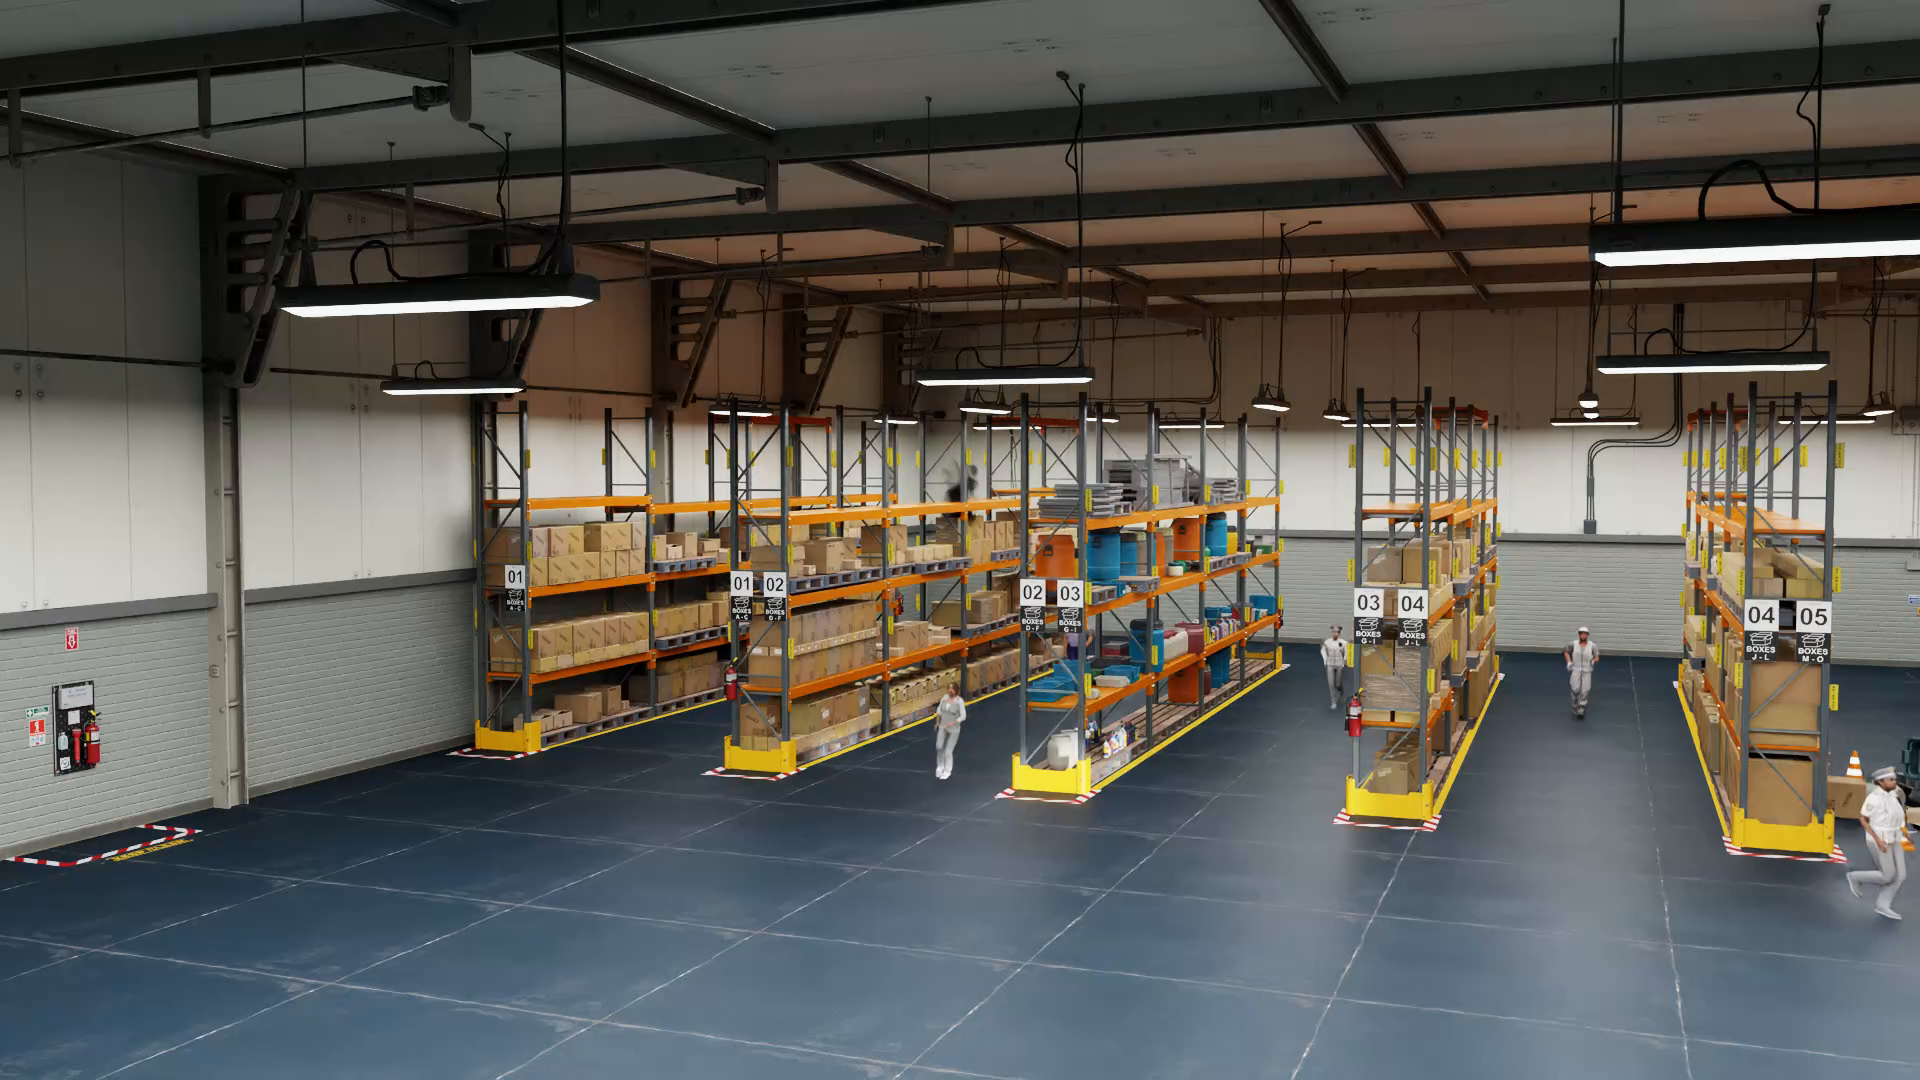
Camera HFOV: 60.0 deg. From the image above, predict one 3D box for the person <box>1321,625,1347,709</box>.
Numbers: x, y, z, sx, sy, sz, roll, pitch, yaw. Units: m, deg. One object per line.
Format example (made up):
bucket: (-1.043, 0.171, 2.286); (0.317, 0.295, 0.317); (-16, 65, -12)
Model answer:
person: (7.589, 2.548, 33.626); (0.618, 1.680, 0.729); (1, 3, 20)

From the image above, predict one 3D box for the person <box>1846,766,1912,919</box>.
person: (10.125, 3.299, 18.307); (0.567, 1.667, 0.567); (-1, 3, -28)

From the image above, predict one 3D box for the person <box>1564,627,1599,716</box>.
person: (12.009, 2.548, 32.116); (0.632, 1.741, 0.631); (1, 3, 19)

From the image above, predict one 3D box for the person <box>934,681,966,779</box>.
person: (-0.164, 2.972, 25.873); (0.542, 1.557, 0.585); (1, 3, 16)

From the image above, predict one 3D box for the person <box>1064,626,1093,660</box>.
person: (2.336, 2.303, 33.526); (0.559, 1.644, 0.567); (1, 3, 21)
